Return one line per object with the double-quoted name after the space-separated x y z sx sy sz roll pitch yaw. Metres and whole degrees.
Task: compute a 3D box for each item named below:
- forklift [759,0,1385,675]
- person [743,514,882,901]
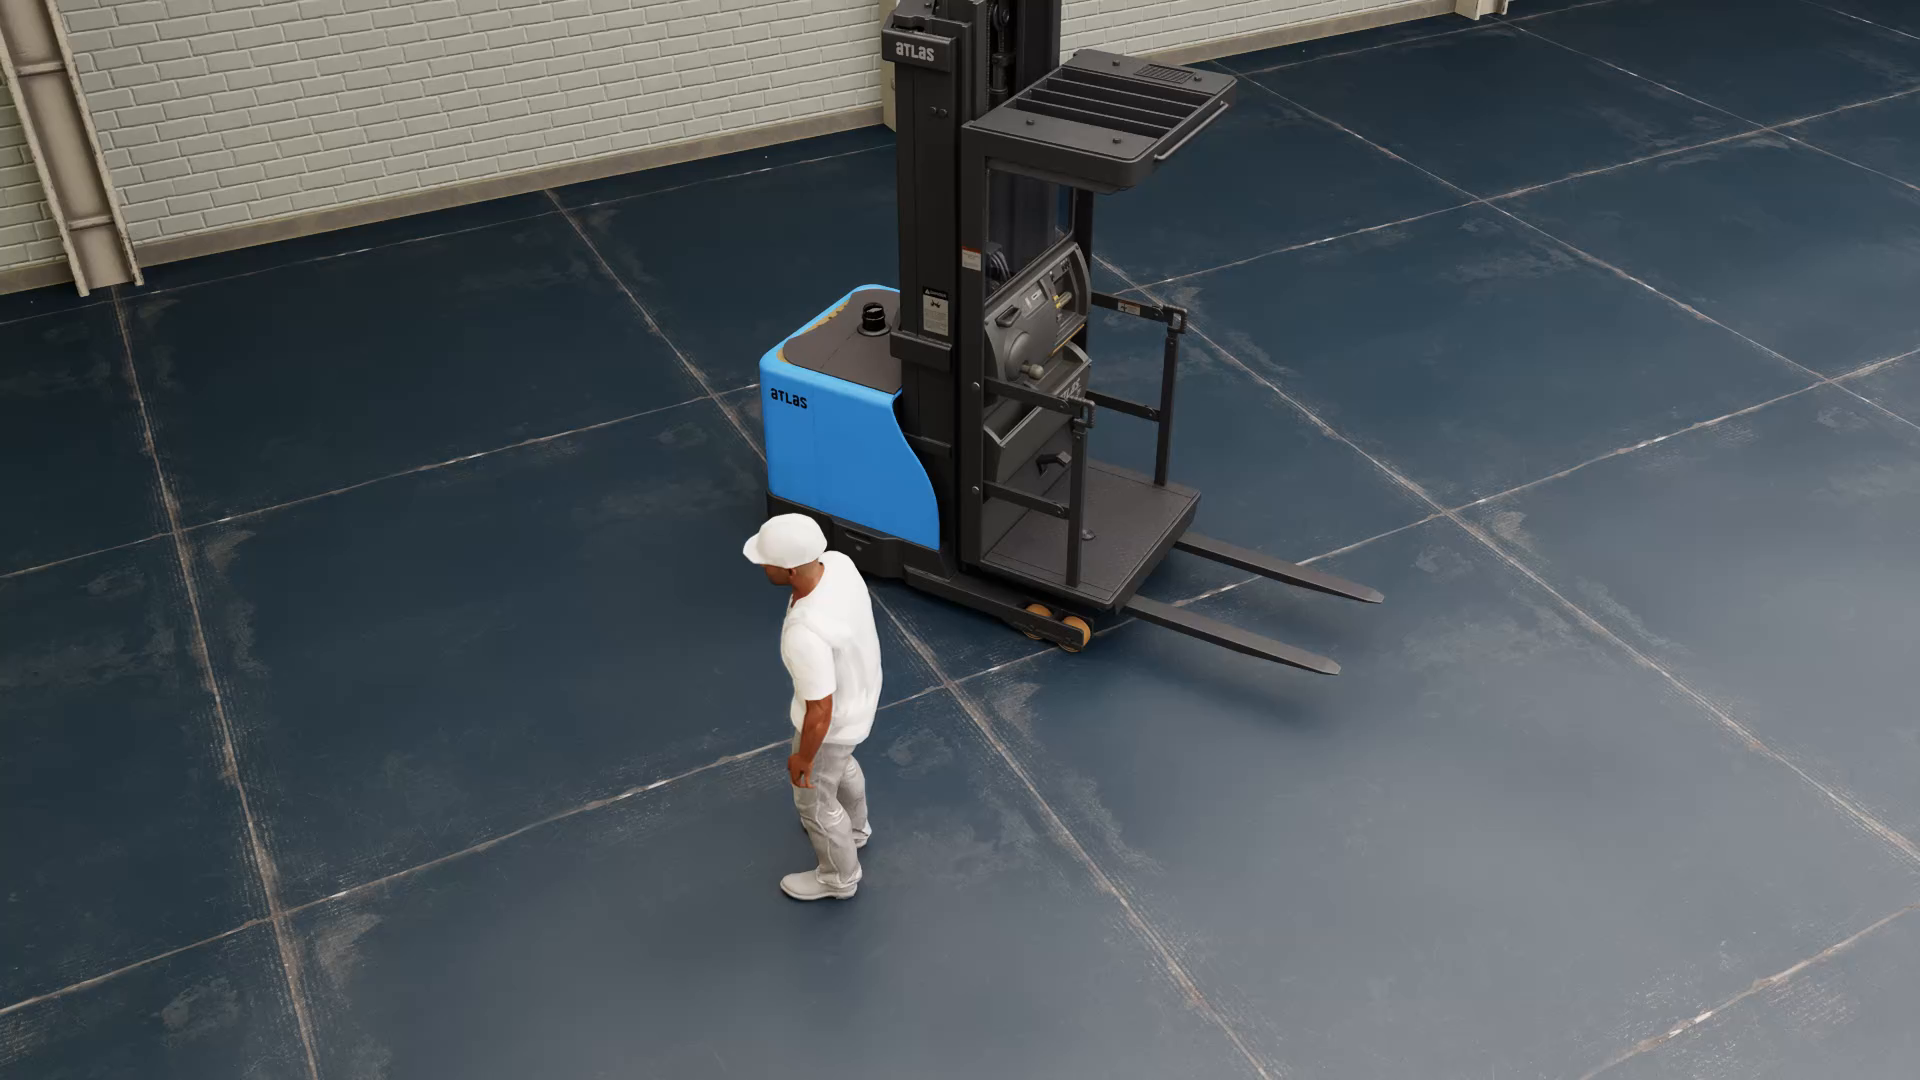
0.541 -1.017 7.561 3.031 2.935 1.130 18 39 24 "forklift"
-0.526 0.629 6.251 0.458 1.760 0.635 5 36 7 "person"
